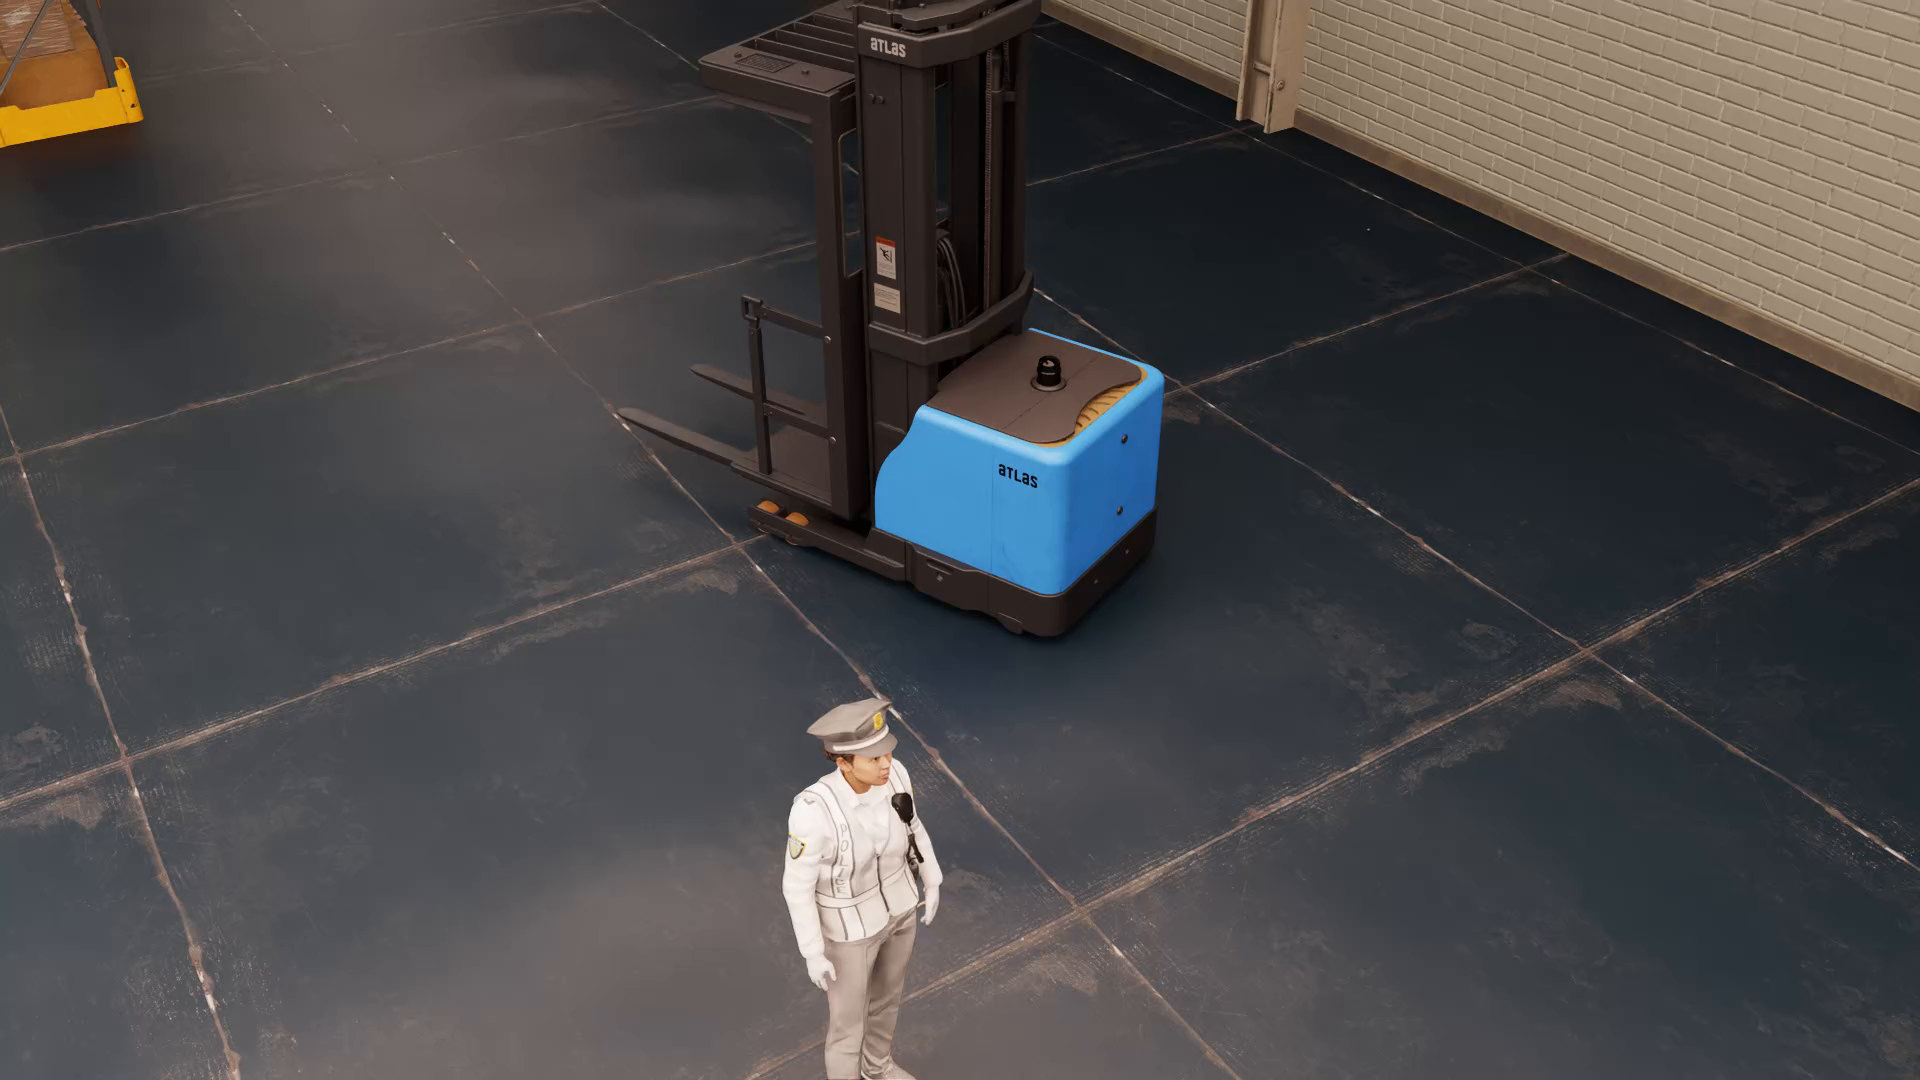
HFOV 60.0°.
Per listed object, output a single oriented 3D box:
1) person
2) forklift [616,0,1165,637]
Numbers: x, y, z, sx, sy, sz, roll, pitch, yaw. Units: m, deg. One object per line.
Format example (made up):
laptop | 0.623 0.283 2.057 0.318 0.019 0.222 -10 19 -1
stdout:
person | -0.263 1.258 5.420 0.589 1.696 0.532 -28 44 -34
forklift | -0.500 -1.399 8.138 3.031 2.935 1.130 22 41 28
